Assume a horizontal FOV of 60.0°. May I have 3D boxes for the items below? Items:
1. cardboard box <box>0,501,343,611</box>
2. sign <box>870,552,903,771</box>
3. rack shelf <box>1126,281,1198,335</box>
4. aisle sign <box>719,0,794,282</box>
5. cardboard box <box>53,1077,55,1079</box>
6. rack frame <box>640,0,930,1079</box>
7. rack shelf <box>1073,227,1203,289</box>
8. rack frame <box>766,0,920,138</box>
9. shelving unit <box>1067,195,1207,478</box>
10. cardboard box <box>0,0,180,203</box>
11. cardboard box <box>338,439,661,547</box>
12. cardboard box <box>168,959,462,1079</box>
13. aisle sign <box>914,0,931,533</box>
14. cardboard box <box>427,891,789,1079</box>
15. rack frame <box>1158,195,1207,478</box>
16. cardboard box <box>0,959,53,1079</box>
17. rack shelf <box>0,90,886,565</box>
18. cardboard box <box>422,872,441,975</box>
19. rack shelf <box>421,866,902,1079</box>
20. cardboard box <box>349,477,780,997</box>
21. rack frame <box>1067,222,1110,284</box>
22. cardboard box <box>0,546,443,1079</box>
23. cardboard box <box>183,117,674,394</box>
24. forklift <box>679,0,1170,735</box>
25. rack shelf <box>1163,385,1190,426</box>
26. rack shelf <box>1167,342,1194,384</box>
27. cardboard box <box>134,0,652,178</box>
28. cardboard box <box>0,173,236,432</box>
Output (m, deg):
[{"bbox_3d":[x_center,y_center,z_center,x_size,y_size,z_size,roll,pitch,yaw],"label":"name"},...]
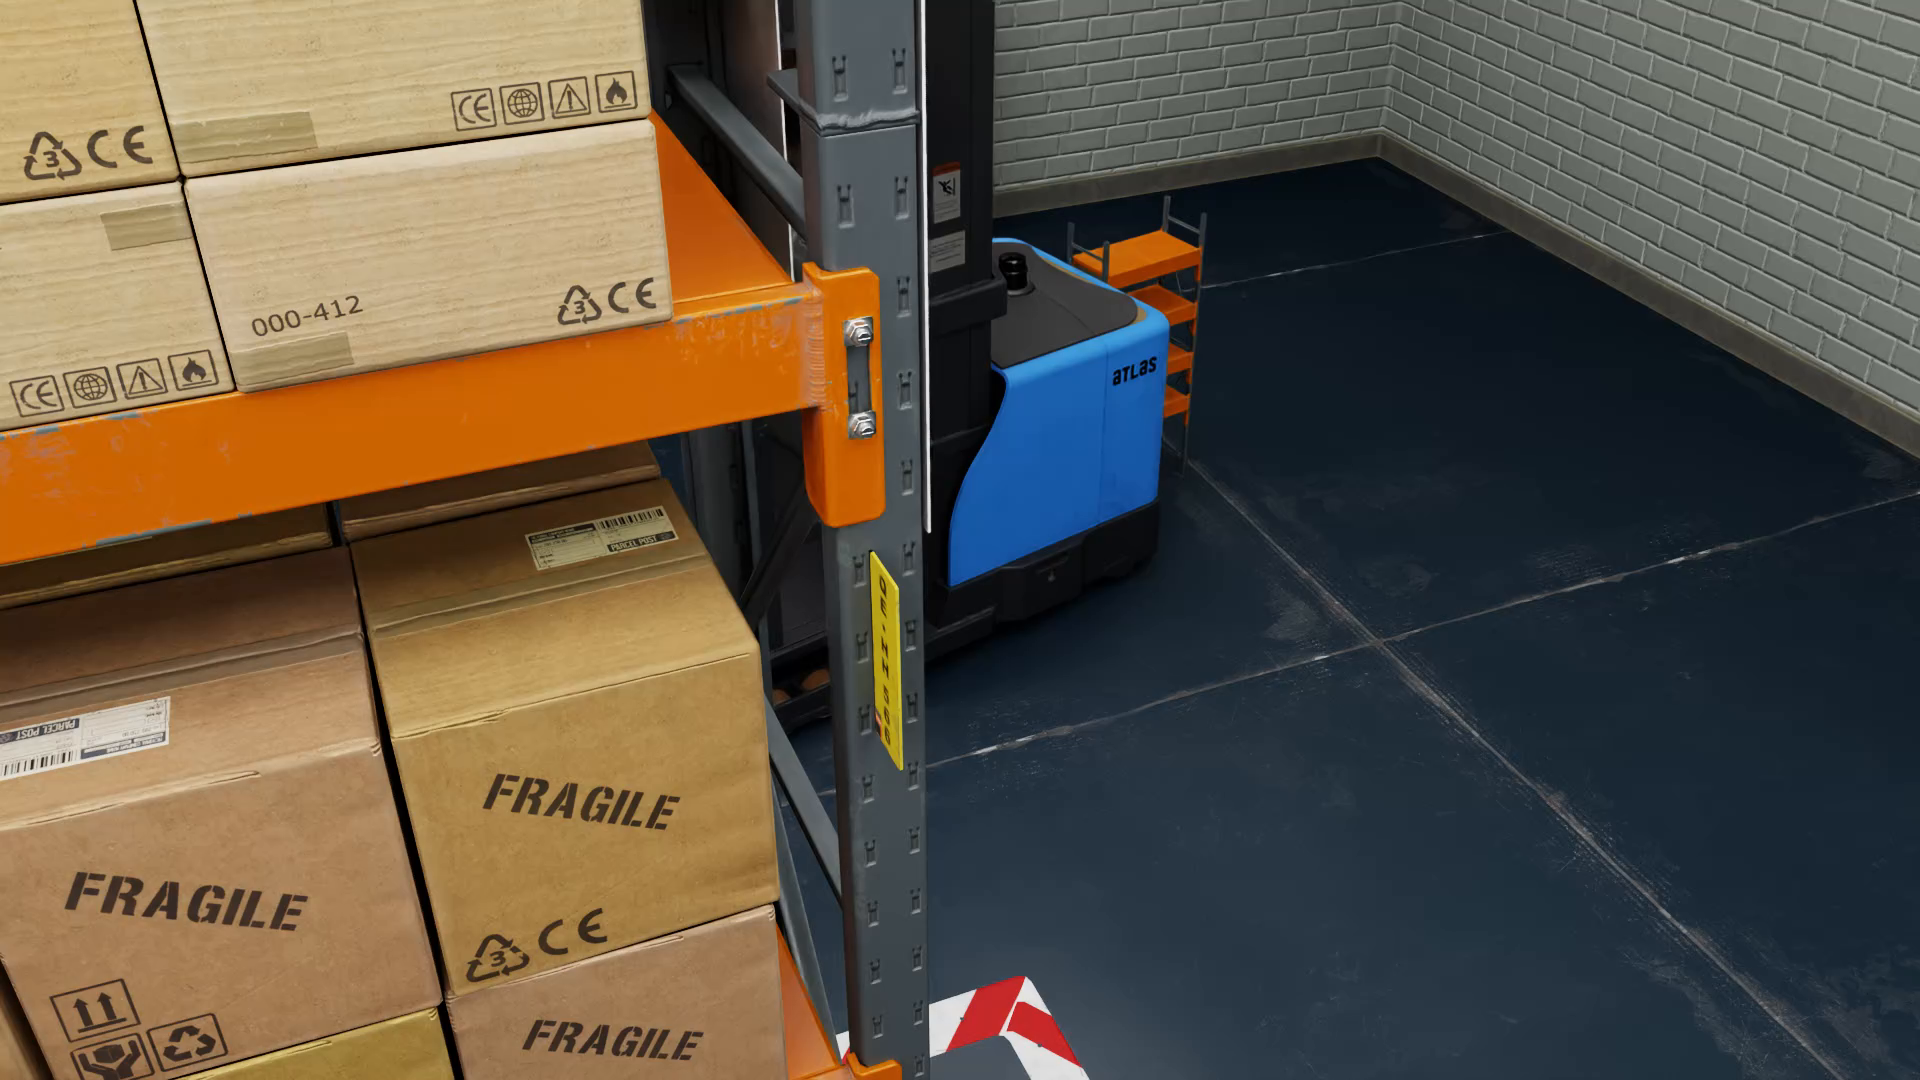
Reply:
[{"bbox_3d":[-1.291,0.125,2.798,0.500,0.500,0.500,-13,35,-18],"label":"cardboard box"},{"bbox_3d":[-0.105,0.177,2.377,0.005,0.325,0.100,-13,35,-19],"label":"sign"},{"bbox_3d":[0.693,-0.881,6.717,0.480,0.148,0.258,-21,38,-29],"label":"rack shelf"},{"bbox_3d":[-0.352,-0.741,2.754,0.004,0.787,0.394,-13,35,-19],"label":"aisle sign"},{"bbox_3d":[-1.548,0.914,2.502,0.500,0.500,0.500,-13,35,-19],"label":"cardboard box"},{"bbox_3d":[-0.301,0.511,3.214,0.127,3.000,1.000,-13,35,-19],"label":"rack frame"},{"bbox_3d":[0.693,-1.079,6.588,0.480,0.148,0.258,-21,38,-29],"label":"rack shelf"},{"bbox_3d":[-0.301,-2.004,1.578,0.127,3.000,1.000,-13,35,-19],"label":"rack frame"},{"bbox_3d":[0.693,-0.750,6.802,0.503,1.200,0.258,-21,38,-29],"label":"shelving unit"},{"bbox_3d":[-1.137,-0.550,1.774,0.500,0.250,0.500,-13,35,-19],"label":"cardboard box"},{"bbox_3d":[-0.812,0.011,2.974,0.500,0.500,0.500,-12,35,-17],"label":"cardboard box"},{"bbox_3d":[-1.085,0.812,2.660,0.500,0.500,0.500,-13,35,-19],"label":"cardboard box"},{"bbox_3d":[-0.119,-0.439,2.291,0.004,0.787,0.394,-13,35,-19],"label":"aisle sign"},{"bbox_3d":[-0.608,0.701,2.831,0.500,0.500,0.500,-12,35,-17],"label":"cardboard box"},{"bbox_3d":[0.894,-0.825,6.918,0.015,1.200,0.240,-21,38,-29],"label":"rack frame"},{"bbox_3d":[-1.547,0.501,2.221,0.500,0.500,0.500,-12,35,-18],"label":"cardboard box"},{"bbox_3d":[-2.145,-0.022,1.943,4.000,0.370,1.077,-13,35,-19],"label":"rack shelf"},{"bbox_3d":[-1.286,0.542,3.075,0.500,0.500,0.500,-13,35,-19],"label":"cardboard box"},{"bbox_3d":[-2.145,1.235,2.761,4.000,0.370,1.077,-13,35,-19],"label":"rack shelf"},{"bbox_3d":[-0.605,0.282,2.557,0.500,0.500,0.500,-13,35,-19],"label":"cardboard box"},{"bbox_3d":[0.492,-0.674,6.685,0.015,1.200,0.240,-21,38,-29],"label":"rack frame"},{"bbox_3d":[-1.070,0.389,2.393,0.500,0.500,0.500,-12,35,-18],"label":"cardboard box"},{"bbox_3d":[-0.673,-0.442,2.067,0.500,0.250,0.500,-13,35,-19],"label":"cardboard box"},{"bbox_3d":[-0.703,-0.874,5.406,3.031,2.935,1.130,-22,39,-30],"label":"forklift"},{"bbox_3d":[0.693,-0.527,6.947,0.480,0.148,0.258,-21,38,-29],"label":"rack shelf"},{"bbox_3d":[0.693,-0.693,6.839,0.480,0.148,0.258,-21,38,-29],"label":"rack shelf"},{"bbox_3d":[-0.676,-0.656,1.937,0.500,0.250,0.500,-13,35,-19],"label":"cardboard box"},{"bbox_3d":[-1.138,-0.342,1.913,0.500,0.250,0.500,-13,35,-19],"label":"cardboard box"}]
